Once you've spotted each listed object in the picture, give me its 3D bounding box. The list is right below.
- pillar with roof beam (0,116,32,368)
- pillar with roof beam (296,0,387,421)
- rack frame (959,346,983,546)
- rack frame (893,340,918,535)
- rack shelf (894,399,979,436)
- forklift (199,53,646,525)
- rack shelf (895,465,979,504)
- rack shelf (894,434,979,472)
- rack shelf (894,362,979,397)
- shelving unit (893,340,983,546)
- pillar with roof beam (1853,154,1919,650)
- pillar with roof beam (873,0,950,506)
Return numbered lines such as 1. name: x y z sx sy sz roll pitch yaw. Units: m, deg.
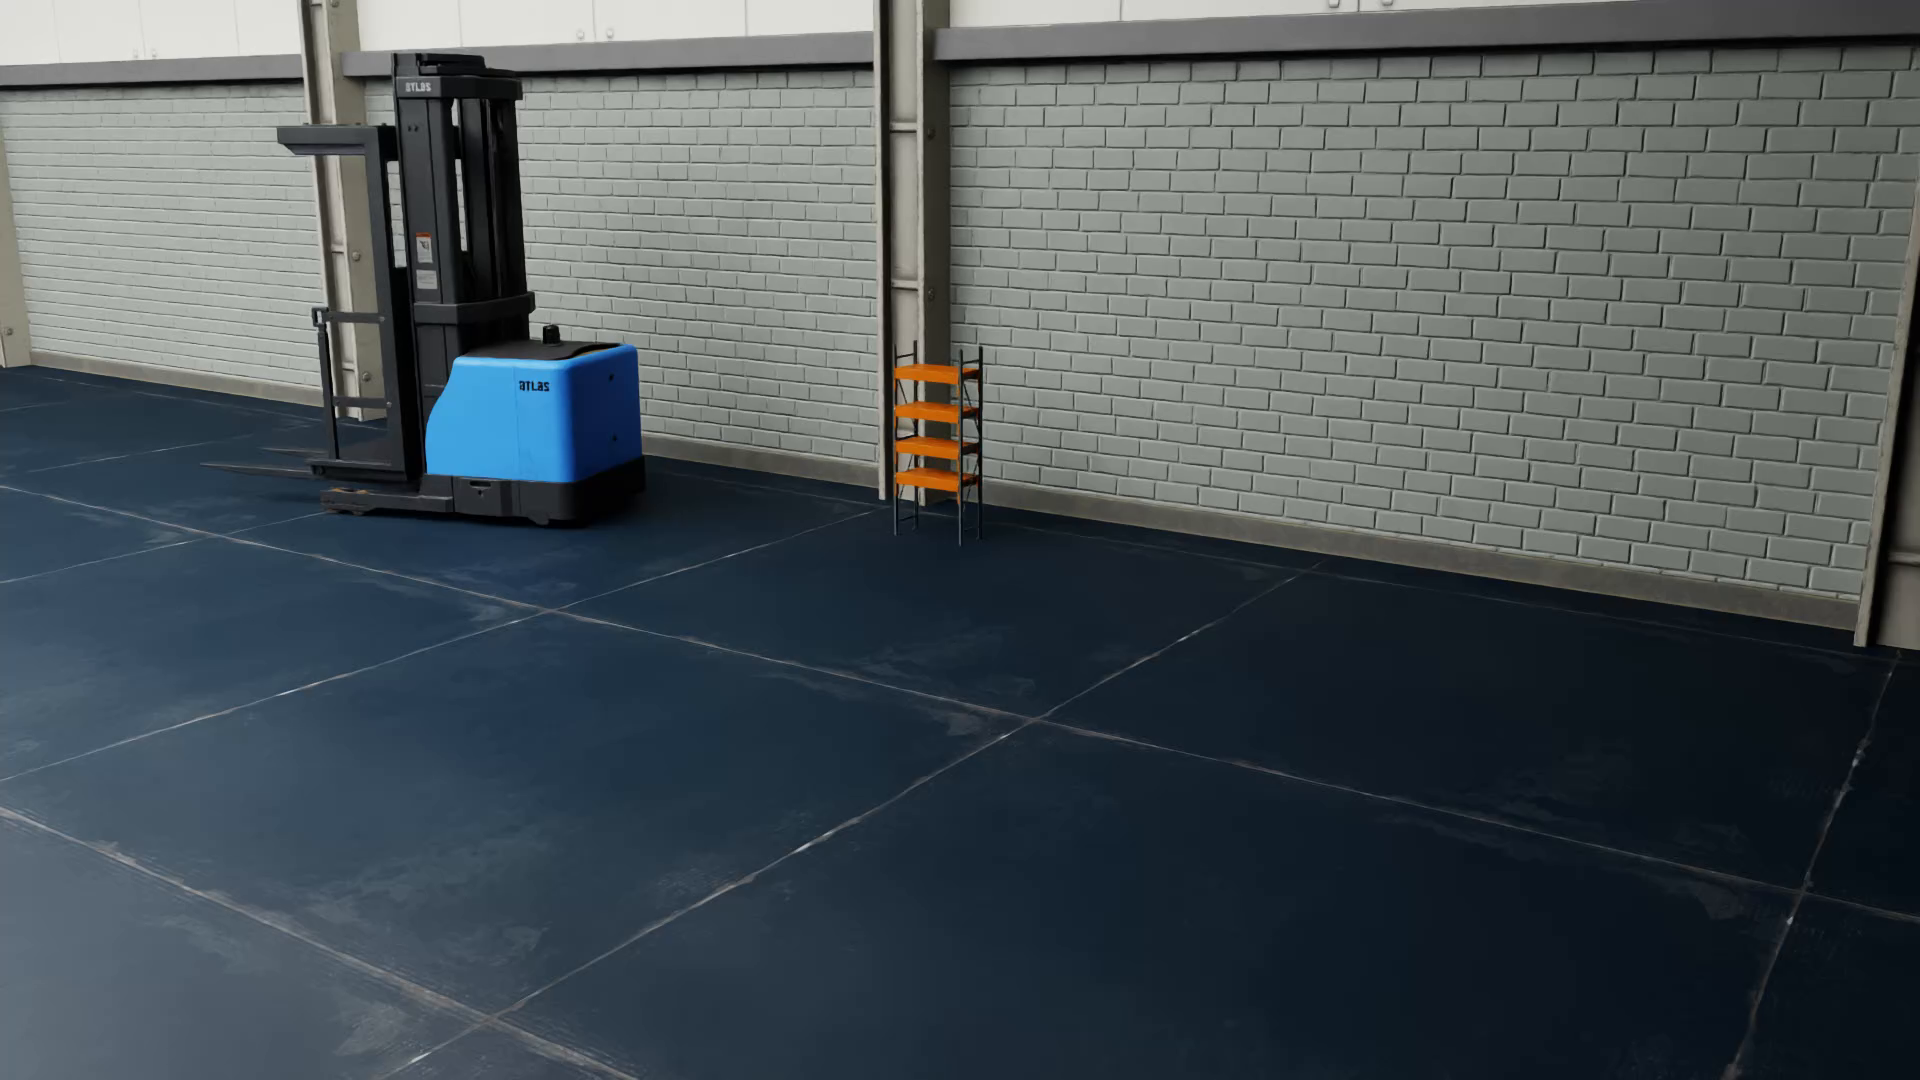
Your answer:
1. pillar with roof beam: -12.672 -5.407 13.438 0.400 9.000 9.100 9 17 33
2. pillar with roof beam: -7.694 -4.602 10.188 0.400 9.000 9.100 9 17 33
3. rack frame: 0.065 -0.572 10.136 0.015 1.200 0.240 9 17 33
4. rack frame: -0.340 -0.637 10.401 0.015 1.200 0.240 9 17 33
5. rack shelf: -0.137 -0.756 10.231 0.480 0.148 0.258 9 17 33
6. forklift: -3.731 -1.701 11.094 3.031 2.935 1.130 4 15 17
7. rack shelf: -0.137 -0.347 10.333 0.480 0.148 0.258 9 17 33
8. rack shelf: -0.137 -0.539 10.285 0.480 0.148 0.258 9 17 33
9. rack shelf: -0.137 -0.986 10.174 0.480 0.148 0.258 9 17 33
10. shelving unit: -0.137 -0.605 10.269 0.503 1.200 0.258 9 17 33
11. pillar with roof beam: 2.263 -2.993 3.687 0.400 9.000 9.100 9 17 33
12. pillar with roof beam: -2.715 -3.798 6.937 0.400 9.000 9.100 9 17 33
